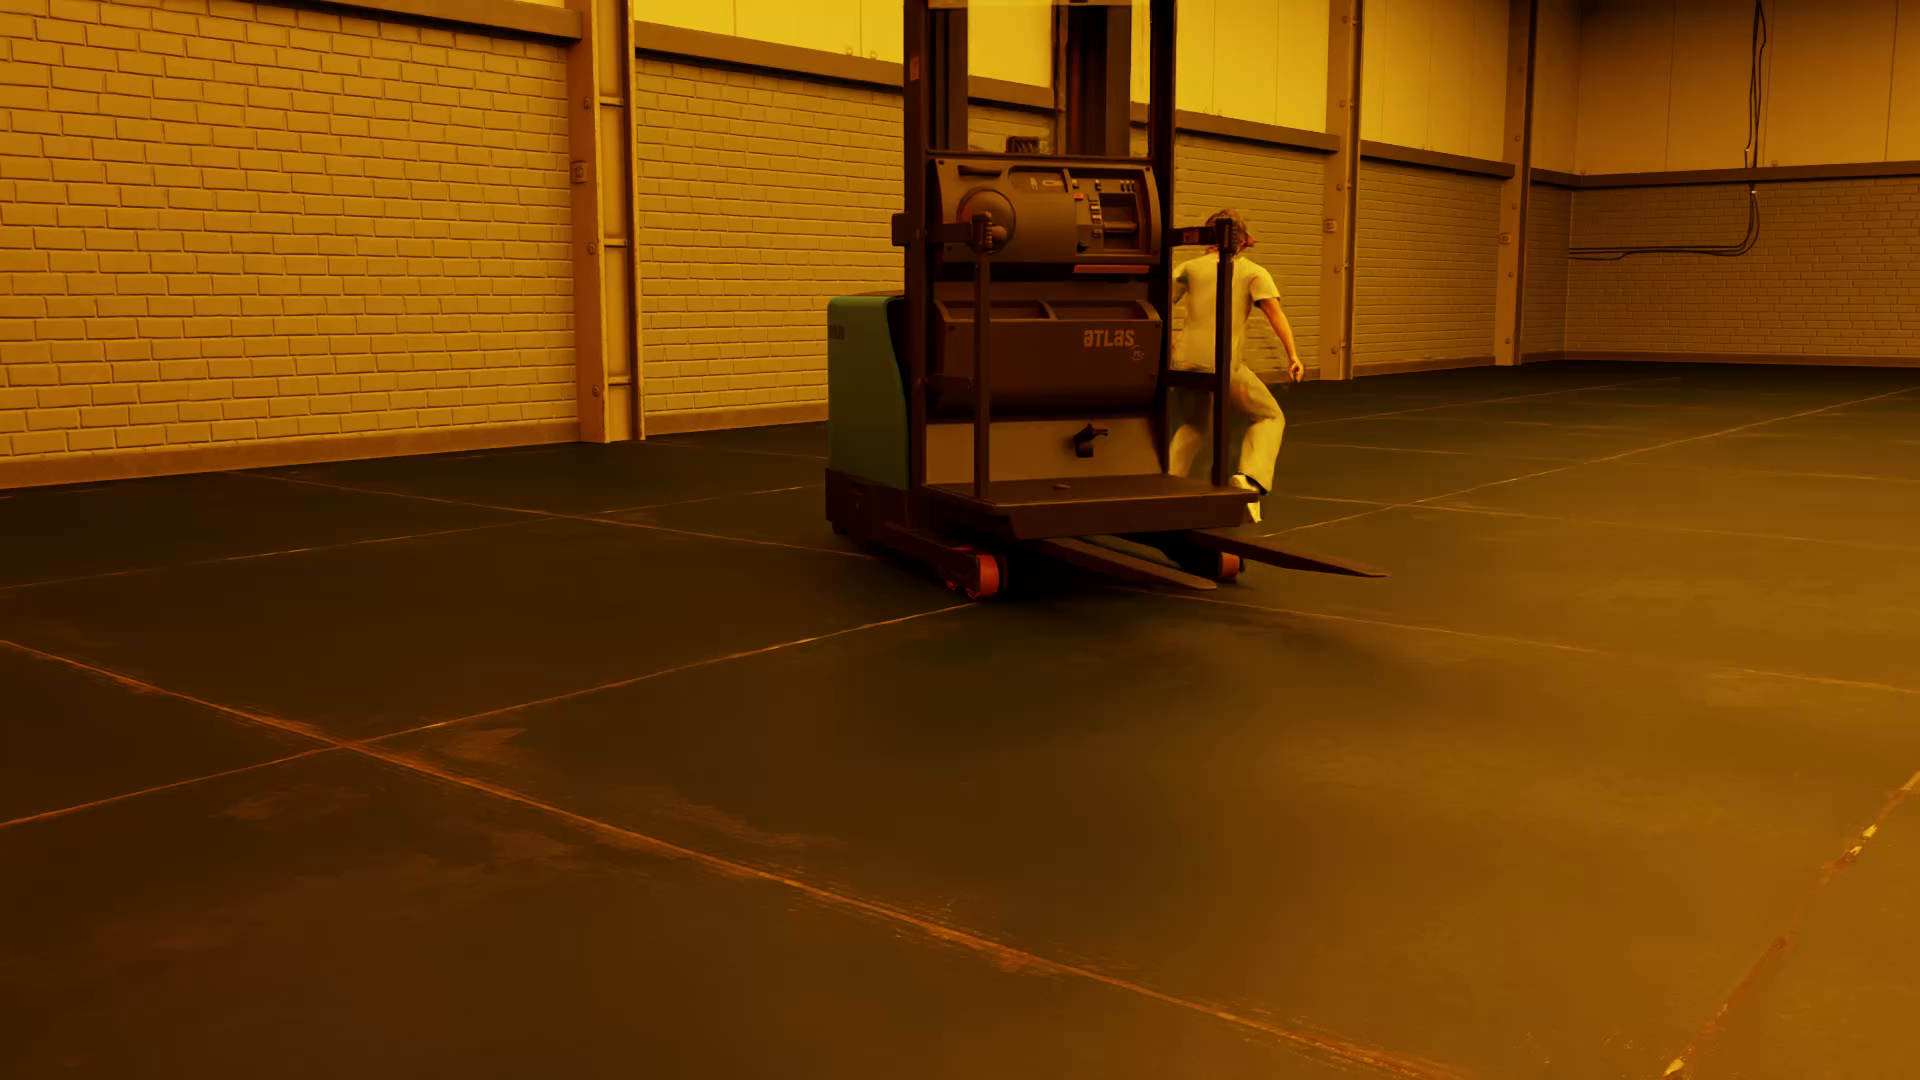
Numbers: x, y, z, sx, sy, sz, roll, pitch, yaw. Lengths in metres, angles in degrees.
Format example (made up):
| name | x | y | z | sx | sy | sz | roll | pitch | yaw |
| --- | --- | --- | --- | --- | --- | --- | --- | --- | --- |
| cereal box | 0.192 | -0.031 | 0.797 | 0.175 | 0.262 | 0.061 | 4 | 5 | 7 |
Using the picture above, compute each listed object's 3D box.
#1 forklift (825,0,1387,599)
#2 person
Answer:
| name | x | y | z | sx | sy | sz | roll | pitch | yaw |
| --- | --- | --- | --- | --- | --- | --- | --- | --- | --- |
| forklift | 0.429 | -1.307 | 6.214 | 1.130 | 2.935 | 3.031 | -3 | 9 | -22 |
| person | 1.302 | -0.837 | 8.139 | 0.885 | 1.549 | 0.460 | 5 | 10 | 31 |
